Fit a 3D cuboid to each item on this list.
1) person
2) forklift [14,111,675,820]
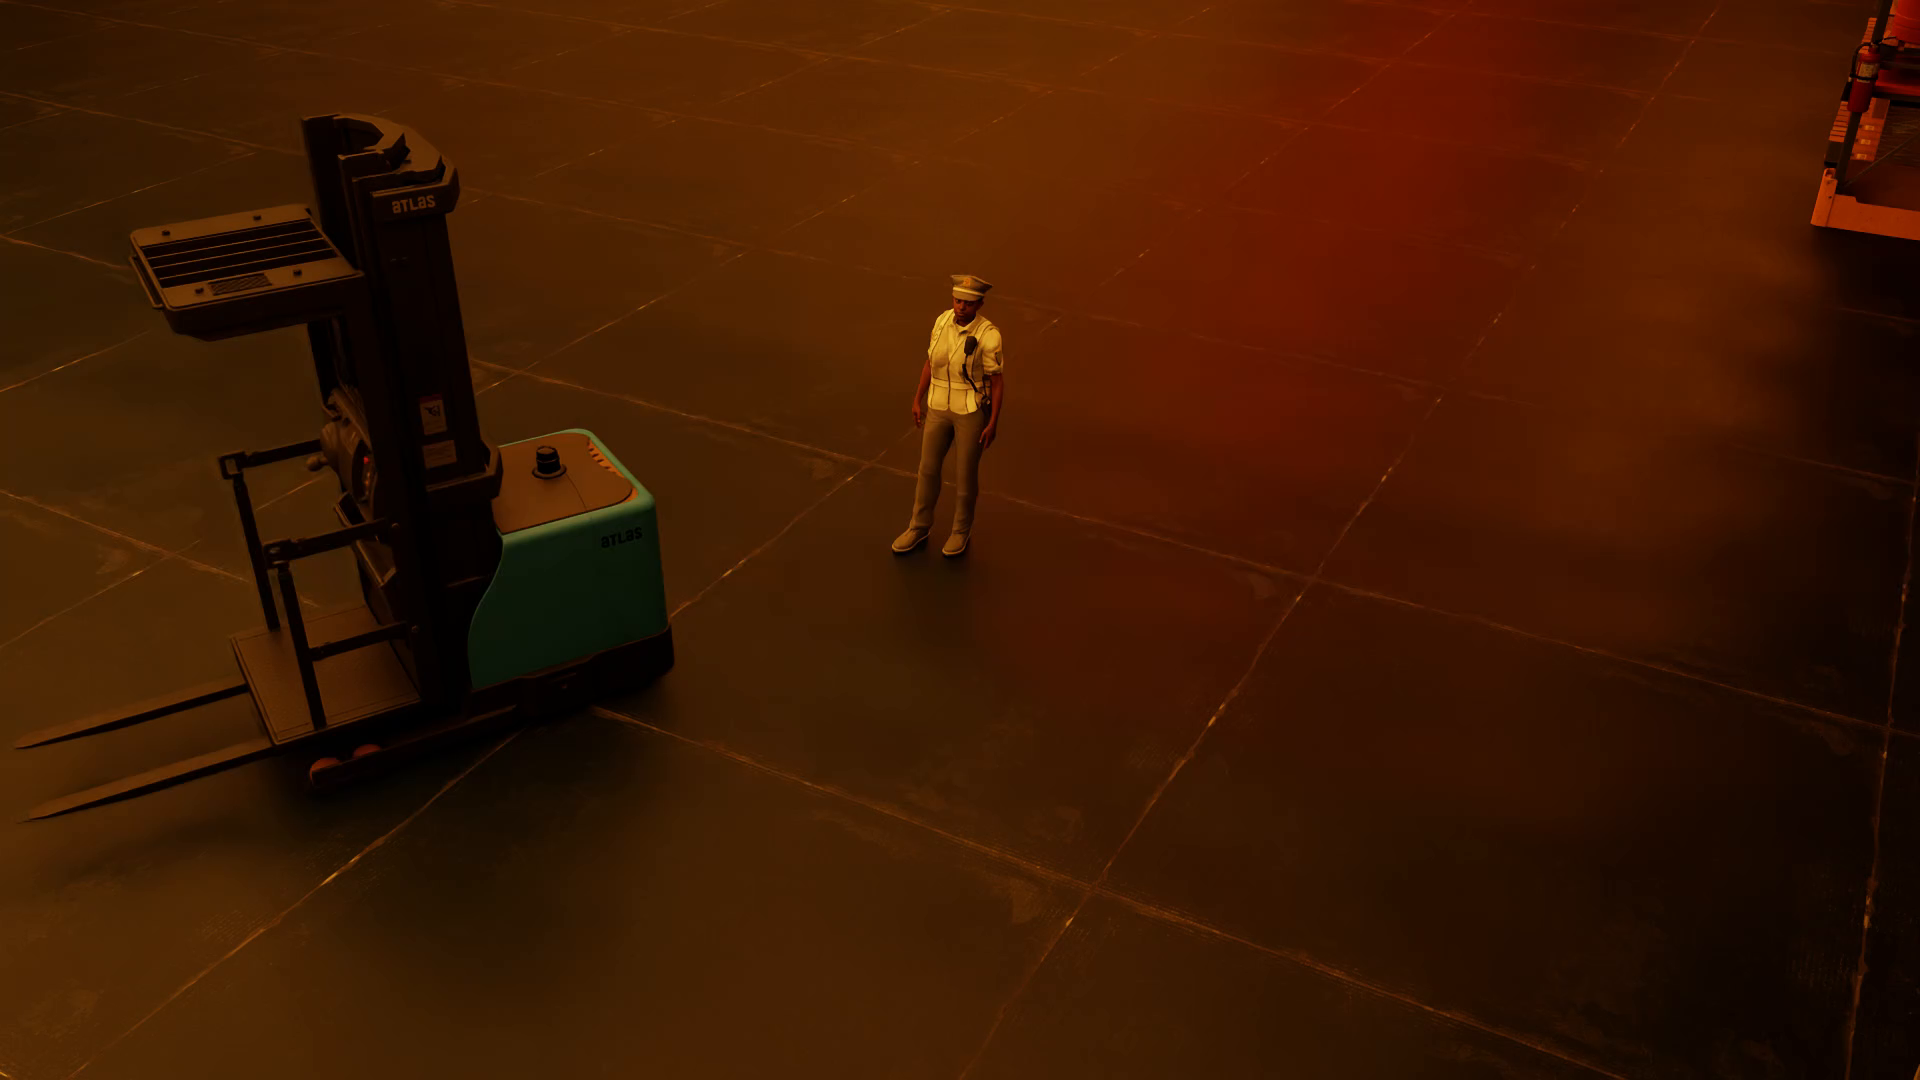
[{"bbox_3d":[-0.054,-0.712,9.527,0.569,1.695,0.528,15,33,25],"label":"person"},{"bbox_3d":[-3.026,-0.369,7.711,3.031,2.935,1.130,-17,34,-27],"label":"forklift"}]
